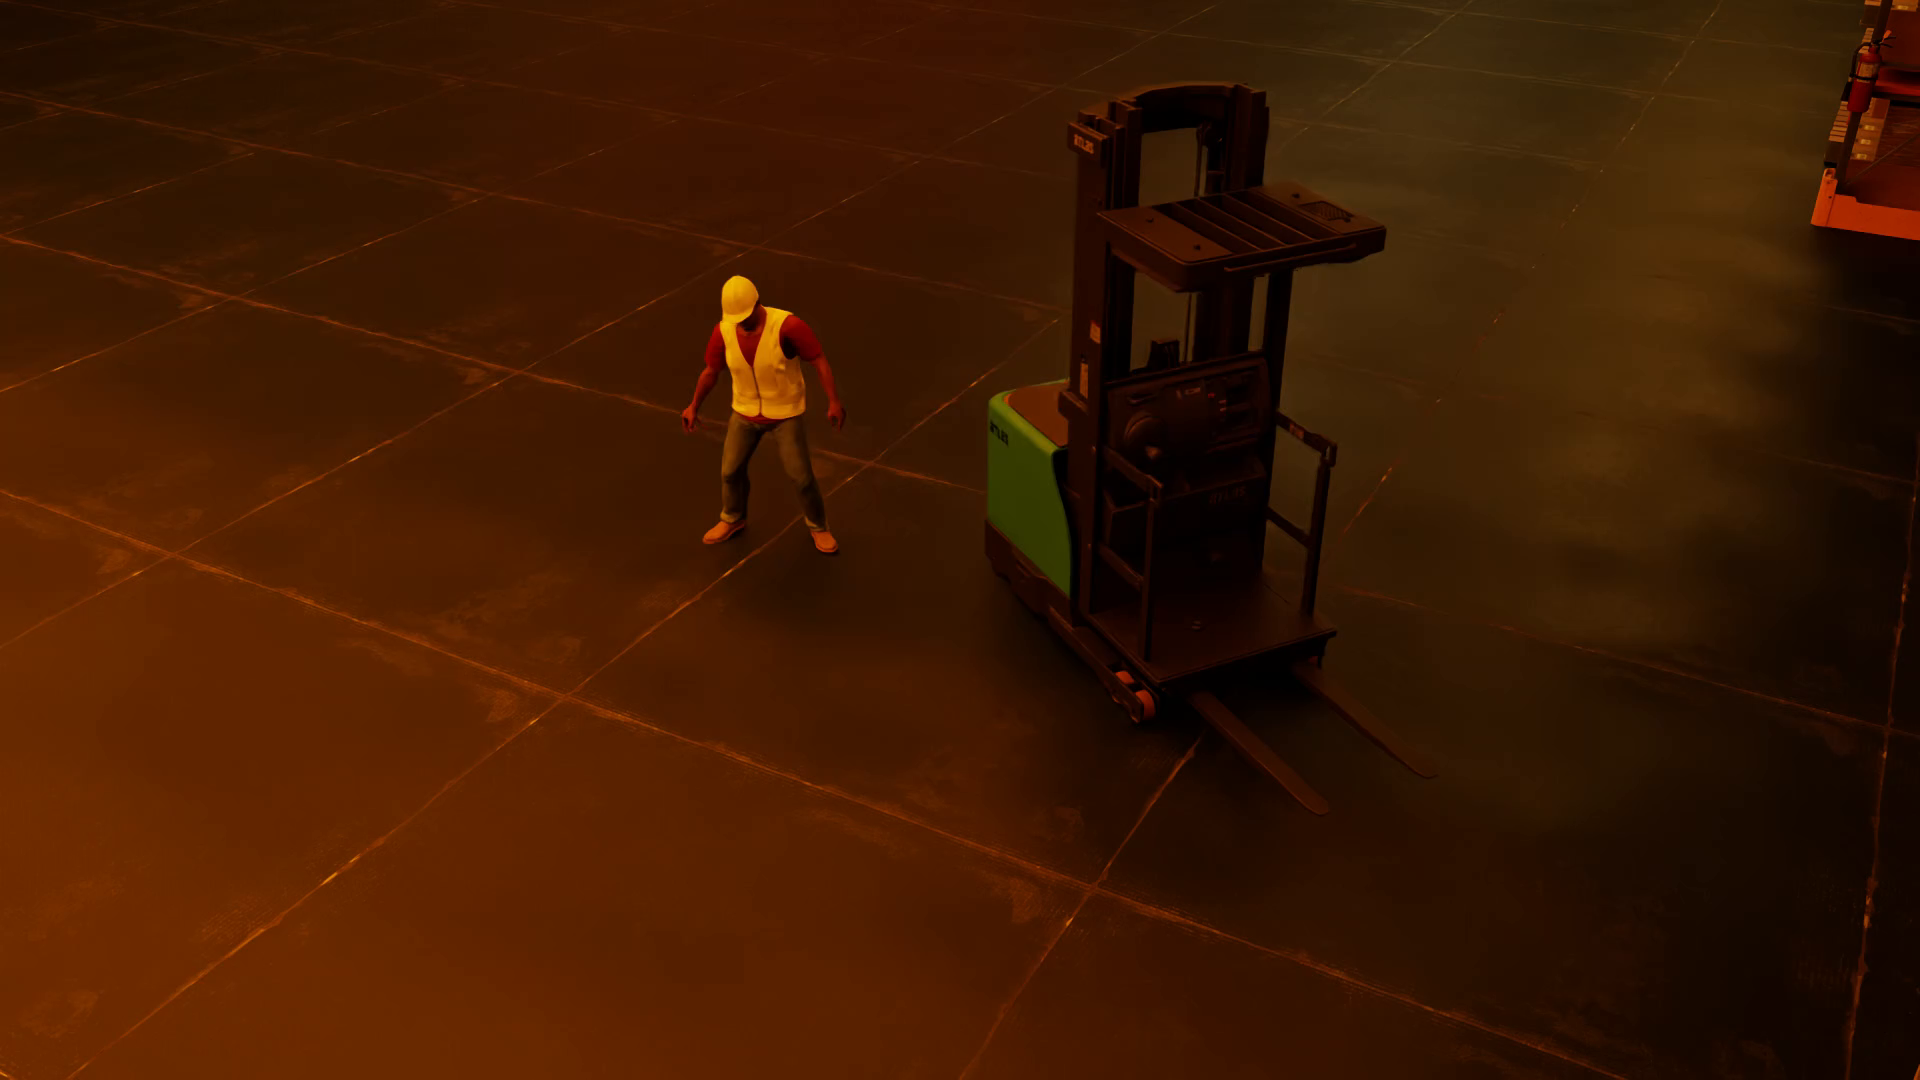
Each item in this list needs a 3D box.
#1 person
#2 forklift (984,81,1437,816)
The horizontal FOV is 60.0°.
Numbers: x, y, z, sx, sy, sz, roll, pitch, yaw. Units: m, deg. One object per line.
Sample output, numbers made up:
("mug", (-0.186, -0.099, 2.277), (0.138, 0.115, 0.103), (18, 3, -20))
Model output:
("person", (-1.140, -0.716, 9.548), (0.970, 1.716, 0.435), (6, 31, 11))
("forklift", (1.241, -0.598, 8.106), (1.130, 2.935, 3.031), (-14, 33, -22))
